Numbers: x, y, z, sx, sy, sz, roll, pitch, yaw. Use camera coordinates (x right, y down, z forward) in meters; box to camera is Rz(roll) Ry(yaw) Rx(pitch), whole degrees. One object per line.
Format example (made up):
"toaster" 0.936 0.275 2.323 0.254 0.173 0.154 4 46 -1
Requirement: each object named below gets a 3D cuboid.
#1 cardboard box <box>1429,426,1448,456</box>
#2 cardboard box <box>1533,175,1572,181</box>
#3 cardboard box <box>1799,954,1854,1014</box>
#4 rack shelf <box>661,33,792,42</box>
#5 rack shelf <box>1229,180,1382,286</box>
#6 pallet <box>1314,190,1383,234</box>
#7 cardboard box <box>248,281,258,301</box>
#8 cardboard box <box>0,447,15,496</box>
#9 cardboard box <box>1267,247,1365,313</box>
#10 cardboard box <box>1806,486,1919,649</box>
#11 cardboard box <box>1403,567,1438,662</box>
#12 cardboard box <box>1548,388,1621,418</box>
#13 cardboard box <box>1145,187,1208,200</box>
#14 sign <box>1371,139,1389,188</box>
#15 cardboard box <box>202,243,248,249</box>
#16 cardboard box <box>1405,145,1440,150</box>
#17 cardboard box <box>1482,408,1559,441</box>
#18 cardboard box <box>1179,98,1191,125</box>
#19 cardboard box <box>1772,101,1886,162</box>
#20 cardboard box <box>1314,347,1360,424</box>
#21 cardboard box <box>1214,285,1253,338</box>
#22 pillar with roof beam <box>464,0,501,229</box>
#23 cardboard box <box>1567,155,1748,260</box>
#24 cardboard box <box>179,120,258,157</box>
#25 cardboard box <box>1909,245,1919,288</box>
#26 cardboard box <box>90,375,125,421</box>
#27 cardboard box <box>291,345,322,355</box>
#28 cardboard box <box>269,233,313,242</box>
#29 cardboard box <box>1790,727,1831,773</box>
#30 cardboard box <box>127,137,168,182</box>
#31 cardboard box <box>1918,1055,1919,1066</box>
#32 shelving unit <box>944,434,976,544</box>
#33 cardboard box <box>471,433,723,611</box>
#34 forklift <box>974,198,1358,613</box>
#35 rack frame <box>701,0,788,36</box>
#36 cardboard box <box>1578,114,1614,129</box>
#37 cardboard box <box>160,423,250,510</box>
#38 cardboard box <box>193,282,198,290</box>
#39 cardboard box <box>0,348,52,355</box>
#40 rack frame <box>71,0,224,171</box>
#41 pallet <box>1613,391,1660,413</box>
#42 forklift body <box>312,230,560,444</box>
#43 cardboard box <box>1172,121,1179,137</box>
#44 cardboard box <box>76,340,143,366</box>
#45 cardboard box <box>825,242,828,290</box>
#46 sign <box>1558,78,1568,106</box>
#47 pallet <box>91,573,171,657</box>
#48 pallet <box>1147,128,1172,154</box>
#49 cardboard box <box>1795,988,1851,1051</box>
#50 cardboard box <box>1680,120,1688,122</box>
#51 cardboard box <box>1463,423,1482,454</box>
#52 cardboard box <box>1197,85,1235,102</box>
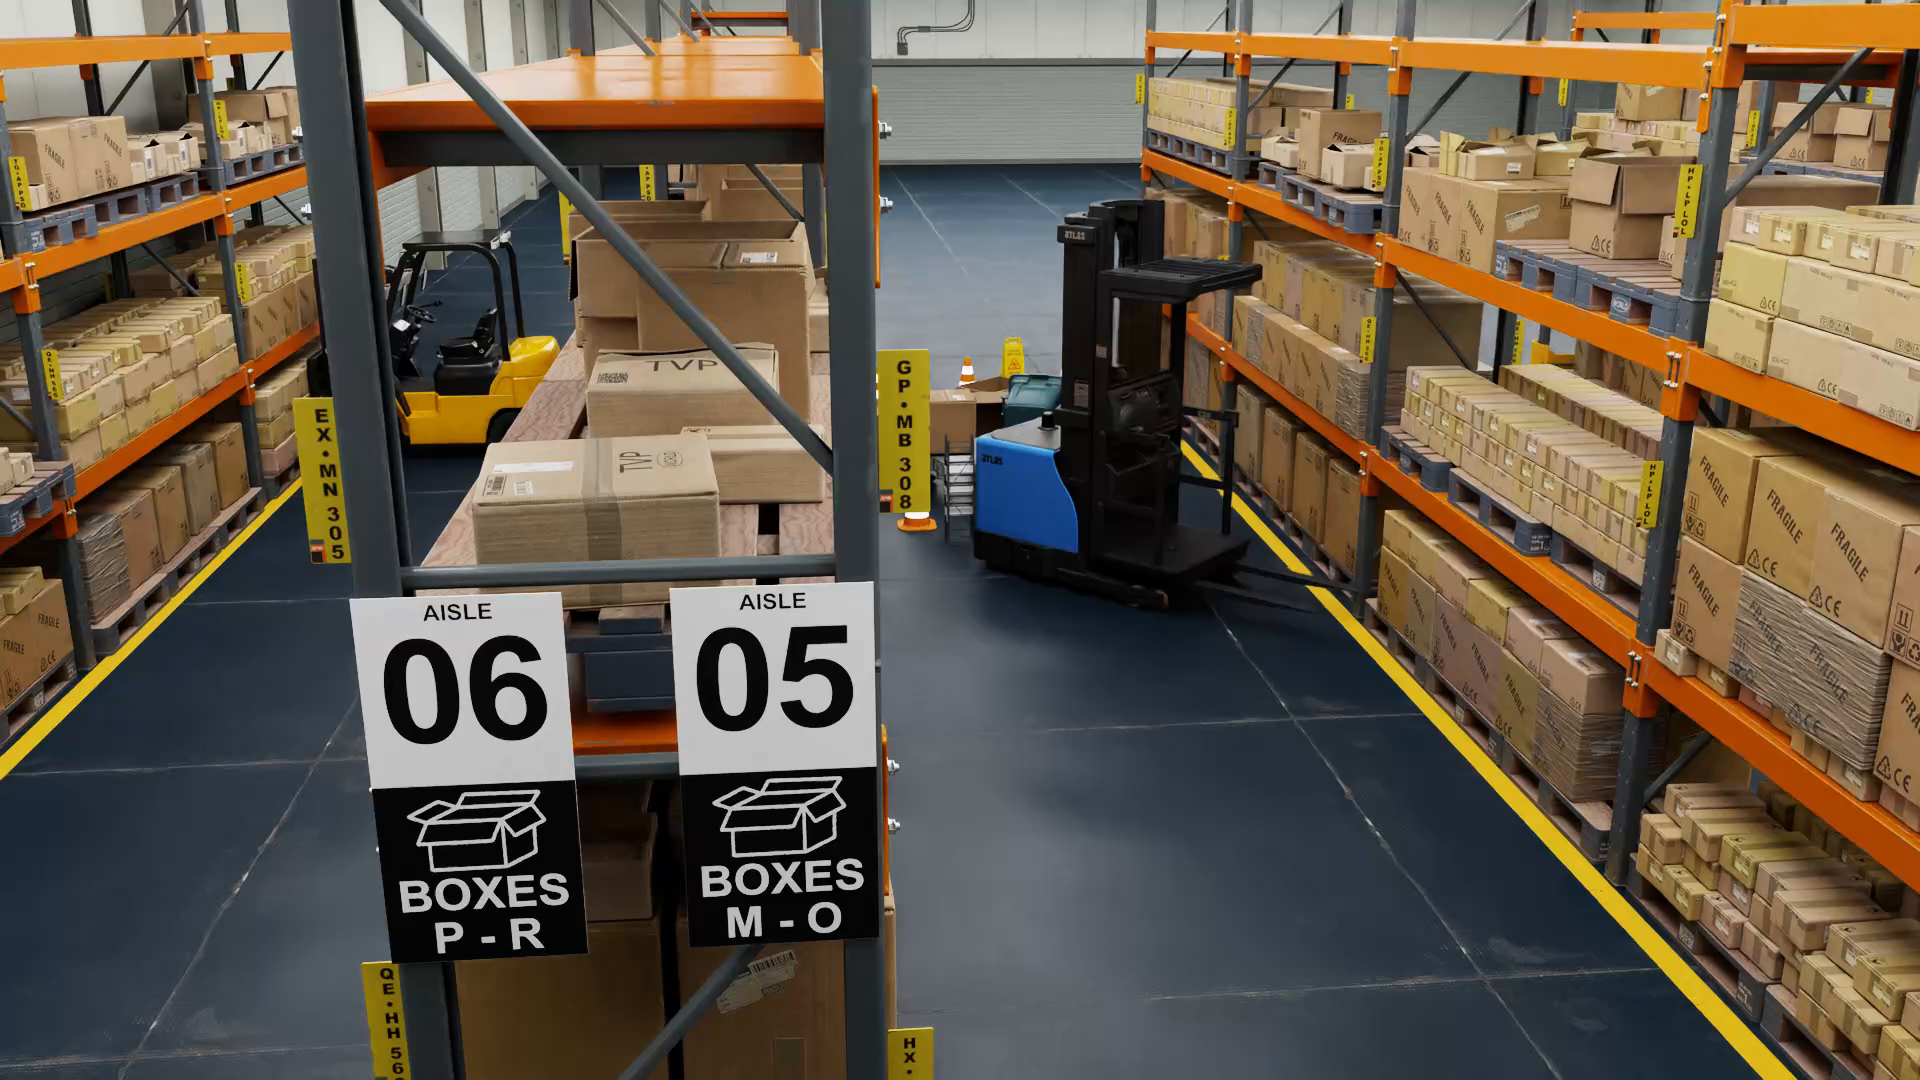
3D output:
"cardboard box" 3.328 -0.655 10.975 0.380 0.149 0.250 -1 17 -3
"cardboard box" 3.803 -2.043 10.501 0.500 0.500 0.500 -2 18 -6
"cardboard box" 3.728 1.837 6.879 0.380 0.149 0.250 -2 18 -6
"rack shelf" -1.693 -3.616 12.539 1.077 0.370 4.000 -2 18 -6
"rack shelf" 3.221 -2.558 13.512 1.077 0.370 4.000 -2 18 -6
"pallet" 3.308 -2.406 12.140 1.213 0.211 1.003 -1 17 -3
"cardboard box" -6.635 -2.266 15.138 0.380 0.149 0.250 -1 17 -4
"cardboard box" -5.992 -0.362 9.871 0.500 0.250 0.500 -3 18 -8
"cardboard box" 3.126 -2.290 14.628 0.700 0.500 0.500 -2 18 -7
"cardboard box" 3.733 0.097 6.526 0.500 0.500 0.500 -1 17 -5
"cardboard box" 3.301 0.486 11.094 0.500 0.500 0.500 -2 17 -5
"cardboard box" 4.015 -0.875 10.681 0.380 0.149 0.250 -1 17 -4
"cardboard box" 2.601 -3.733 19.007 0.875 0.550 0.550 -2 18 -6
"sign" 2.874 -2.576 11.370 0.100 0.325 0.005 -2 18 -6
"cardboard box" -7.295 -2.851 16.505 0.380 0.149 0.250 -2 18 -5
"cardboard box" 3.519 -2.854 12.635 0.500 0.250 0.500 -1 17 -4
"cardboard box" 3.419 -0.704 10.136 0.380 0.149 0.250 -1 17 -4
"cardboard box" 2.553 -4.405 17.078 0.500 0.250 0.500 -2 18 -6
"cardboard box" 7.908 -3.727 15.160 0.797 0.503 0.637 -3 18 -8
"cardboard box" 3.063 -1.197 12.815 0.500 0.500 0.500 -2 18 -6
"cardboard box" 2.964 -2.248 16.078 0.875 0.550 0.550 -2 18 -6
"pillar with roof beam" -5.648 -11.043 34.330 9.100 9.000 0.400 -2 18 -6
"cardboard box" 3.811 -1.828 9.111 0.797 0.503 0.637 -2 18 -6
"cardboard box" -6.679 -3.621 14.976 0.500 0.311 0.500 -1 17 -5
"cardboard box" 3.716 -0.984 6.046 0.380 0.149 0.250 -1 17 -3
"cardboard box" -6.276 -0.993 11.748 0.500 0.250 0.500 -1 17 -4
"cardboard box" -6.770 -1.857 17.303 0.500 0.250 0.500 -2 17 -5
"cardboard box" -6.940 -3.093 17.276 0.380 0.149 0.250 -2 18 -5
"cardboard box" 3.707 0.842 6.906 0.380 0.149 0.250 -1 17 -5
"cardboard box" -6.440 -2.929 12.771 0.500 0.311 0.500 -2 18 -8
"cardboard box" 3.777 1.928 6.095 0.380 0.149 0.250 -1 17 -4
"shelving unit" 0.001 -0.427 14.035 0.258 0.900 0.210 -2 18 -6
"cardboard box" -0.797 -0.047 3.694 0.500 0.250 0.500 -3 18 -11
"forklift" 1.576 -1.033 12.574 3.031 2.935 1.130 14 22 37
"rack frame" -2.312 -5.937 18.066 1.000 3.000 0.127 -2 18 -6
"cardboard box" 7.275 -4.762 18.913 0.380 0.149 0.250 -1 17 -4
"cardboard box" -6.771 -0.641 14.475 0.875 0.625 0.625 -1 17 -3
"cardboard box" -7.204 -2.327 15.330 0.380 0.149 0.250 -1 17 -4
"cardboard box" -6.807 -1.290 12.028 0.380 0.149 0.250 -2 18 -6
"rack frame" -6.836 -4.591 13.778 1.000 3.000 0.127 -2 18 -6
"pallet" 7.725 -1.422 18.355 1.003 0.211 1.213 -2 18 -6
"forklift body" -5.238 -2.007 16.979 2.313 2.155 1.214 -2 18 -6
"cardboard box" 2.448 -4.329 17.503 0.380 0.149 0.250 -2 18 -6
"cardboard box" -6.307 -1.383 12.323 0.380 0.149 0.250 -1 17 -4
"cardboard box" -0.777 -1.227 7.594 0.396 0.266 0.258 -2 18 -6
"sign" 7.006 -5.213 19.306 0.100 0.325 0.005 -2 18 -6
"pallet" -6.469 0.547 12.083 1.003 0.211 1.213 -2 18 -6
"pallet" 2.689 -4.426 18.408 1.003 0.211 1.213 -2 18 -6
"cardboard box" 3.732 1.981 6.919 0.380 0.149 0.250 -2 18 -7
"cardboard box" 8.012 -4.470 17.985 0.380 0.149 0.250 -3 18 -8
"cardboard box" 3.389 -0.637 10.421 0.380 0.149 0.250 -2 18 -6
"cardboard box" 2.554 -4.407 16.419 0.380 0.149 0.250 -2 18 -5
